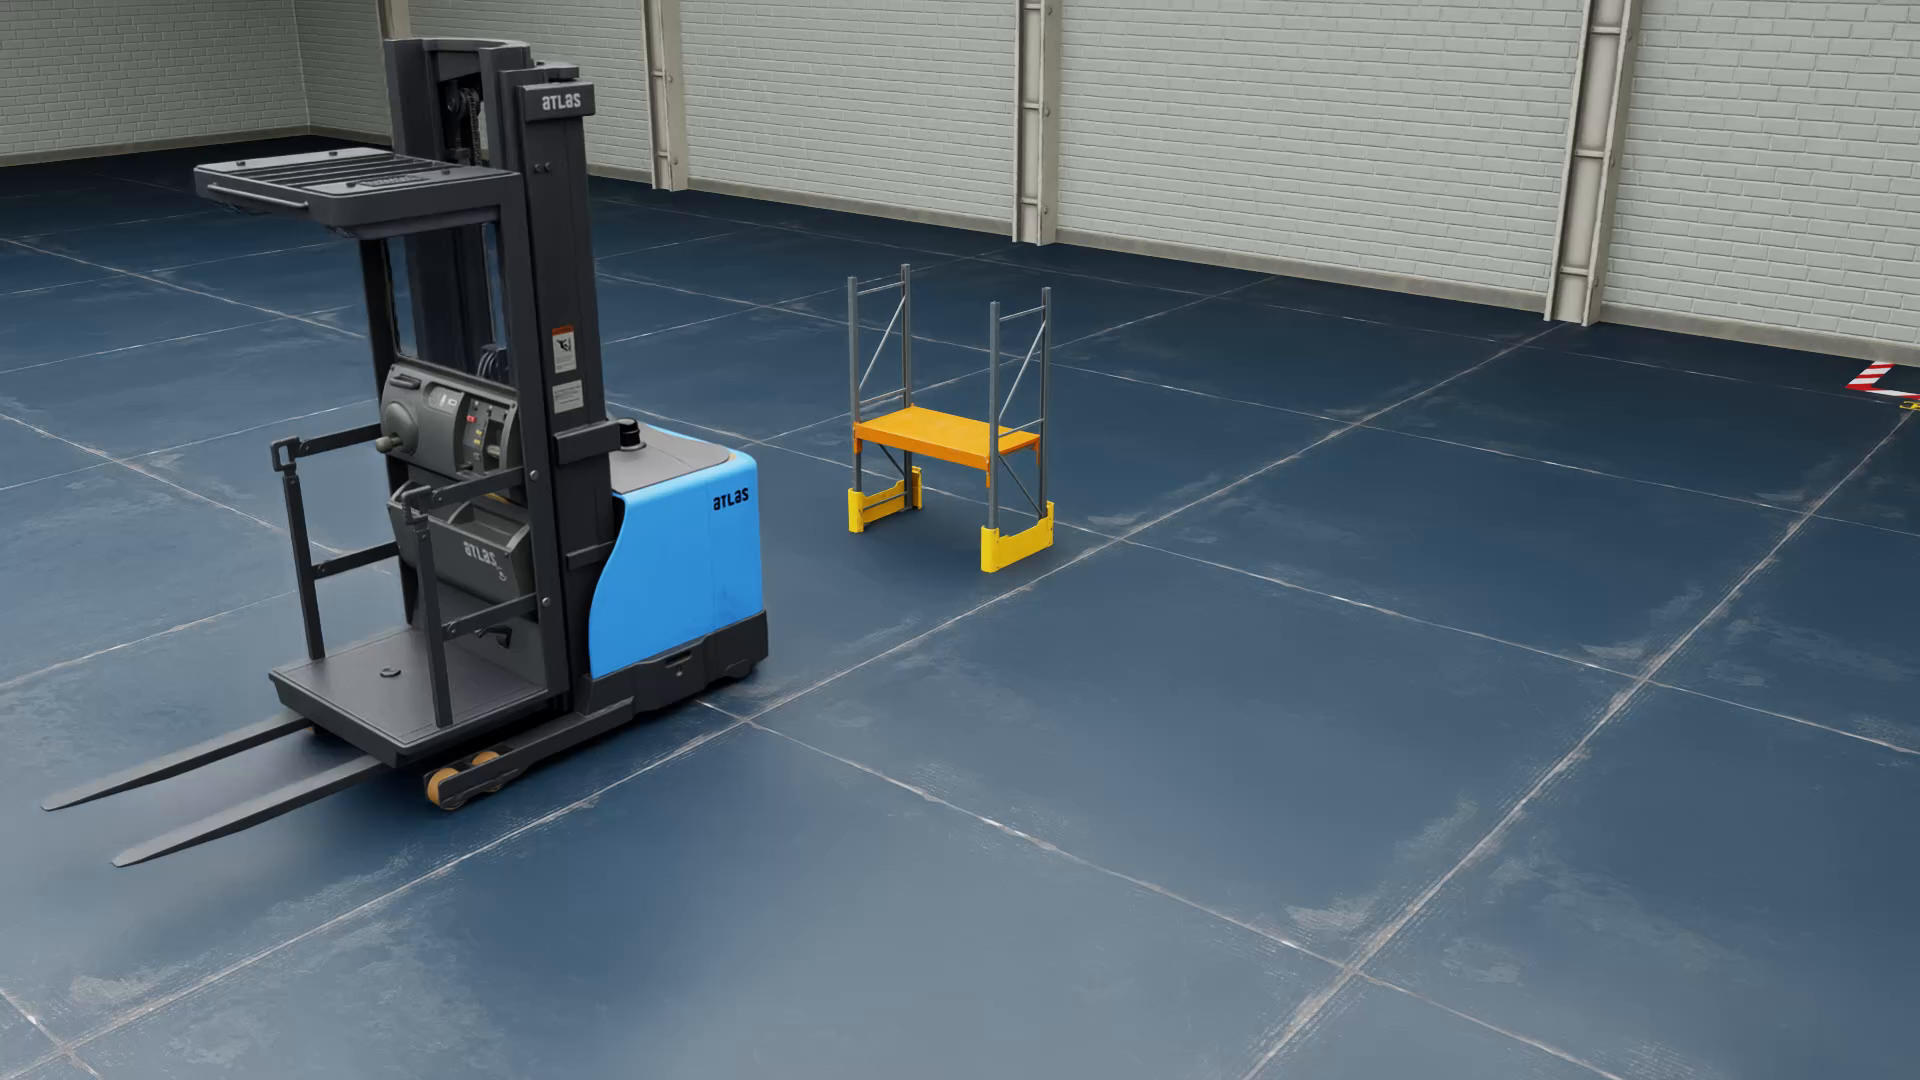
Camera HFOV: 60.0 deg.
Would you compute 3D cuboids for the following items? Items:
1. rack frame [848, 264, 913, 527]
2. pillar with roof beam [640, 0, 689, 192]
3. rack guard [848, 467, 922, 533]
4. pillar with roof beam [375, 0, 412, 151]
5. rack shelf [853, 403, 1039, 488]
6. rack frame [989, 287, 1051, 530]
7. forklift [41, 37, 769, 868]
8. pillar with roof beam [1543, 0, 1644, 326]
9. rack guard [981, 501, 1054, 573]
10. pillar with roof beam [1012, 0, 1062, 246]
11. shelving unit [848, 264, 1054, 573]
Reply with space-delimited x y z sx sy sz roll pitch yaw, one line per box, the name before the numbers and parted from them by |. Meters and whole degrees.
rack frame | -0.460 -0.834 9.755 0.032 1.500 0.500 16 26 36
pillar with roof beam | -6.544 -7.679 17.279 0.400 9.000 9.100 16 26 36
rack guard | -0.445 -0.245 9.964 0.087 0.250 0.587 16 26 36
pillar with roof beam | -11.192 -9.018 20.829 0.400 9.000 9.100 16 26 36
rack shelf | -0.066 -0.552 9.517 1.000 0.185 0.538 16 26 36
rack frame | 0.328 -0.607 9.153 0.032 1.500 0.500 16 26 36
forklift | -2.268 -0.475 6.774 1.130 2.935 3.031 17 27 38
pillar with roof beam | 2.753 -5.002 10.179 0.400 9.000 9.100 16 26 36
rack guard | 0.327 -0.023 9.375 0.087 0.250 0.587 16 26 36
pillar with roof beam | -1.895 -6.341 13.729 0.400 9.000 9.100 16 26 36
shelving unit | -0.059 -0.719 9.449 1.083 1.500 0.587 16 26 36
